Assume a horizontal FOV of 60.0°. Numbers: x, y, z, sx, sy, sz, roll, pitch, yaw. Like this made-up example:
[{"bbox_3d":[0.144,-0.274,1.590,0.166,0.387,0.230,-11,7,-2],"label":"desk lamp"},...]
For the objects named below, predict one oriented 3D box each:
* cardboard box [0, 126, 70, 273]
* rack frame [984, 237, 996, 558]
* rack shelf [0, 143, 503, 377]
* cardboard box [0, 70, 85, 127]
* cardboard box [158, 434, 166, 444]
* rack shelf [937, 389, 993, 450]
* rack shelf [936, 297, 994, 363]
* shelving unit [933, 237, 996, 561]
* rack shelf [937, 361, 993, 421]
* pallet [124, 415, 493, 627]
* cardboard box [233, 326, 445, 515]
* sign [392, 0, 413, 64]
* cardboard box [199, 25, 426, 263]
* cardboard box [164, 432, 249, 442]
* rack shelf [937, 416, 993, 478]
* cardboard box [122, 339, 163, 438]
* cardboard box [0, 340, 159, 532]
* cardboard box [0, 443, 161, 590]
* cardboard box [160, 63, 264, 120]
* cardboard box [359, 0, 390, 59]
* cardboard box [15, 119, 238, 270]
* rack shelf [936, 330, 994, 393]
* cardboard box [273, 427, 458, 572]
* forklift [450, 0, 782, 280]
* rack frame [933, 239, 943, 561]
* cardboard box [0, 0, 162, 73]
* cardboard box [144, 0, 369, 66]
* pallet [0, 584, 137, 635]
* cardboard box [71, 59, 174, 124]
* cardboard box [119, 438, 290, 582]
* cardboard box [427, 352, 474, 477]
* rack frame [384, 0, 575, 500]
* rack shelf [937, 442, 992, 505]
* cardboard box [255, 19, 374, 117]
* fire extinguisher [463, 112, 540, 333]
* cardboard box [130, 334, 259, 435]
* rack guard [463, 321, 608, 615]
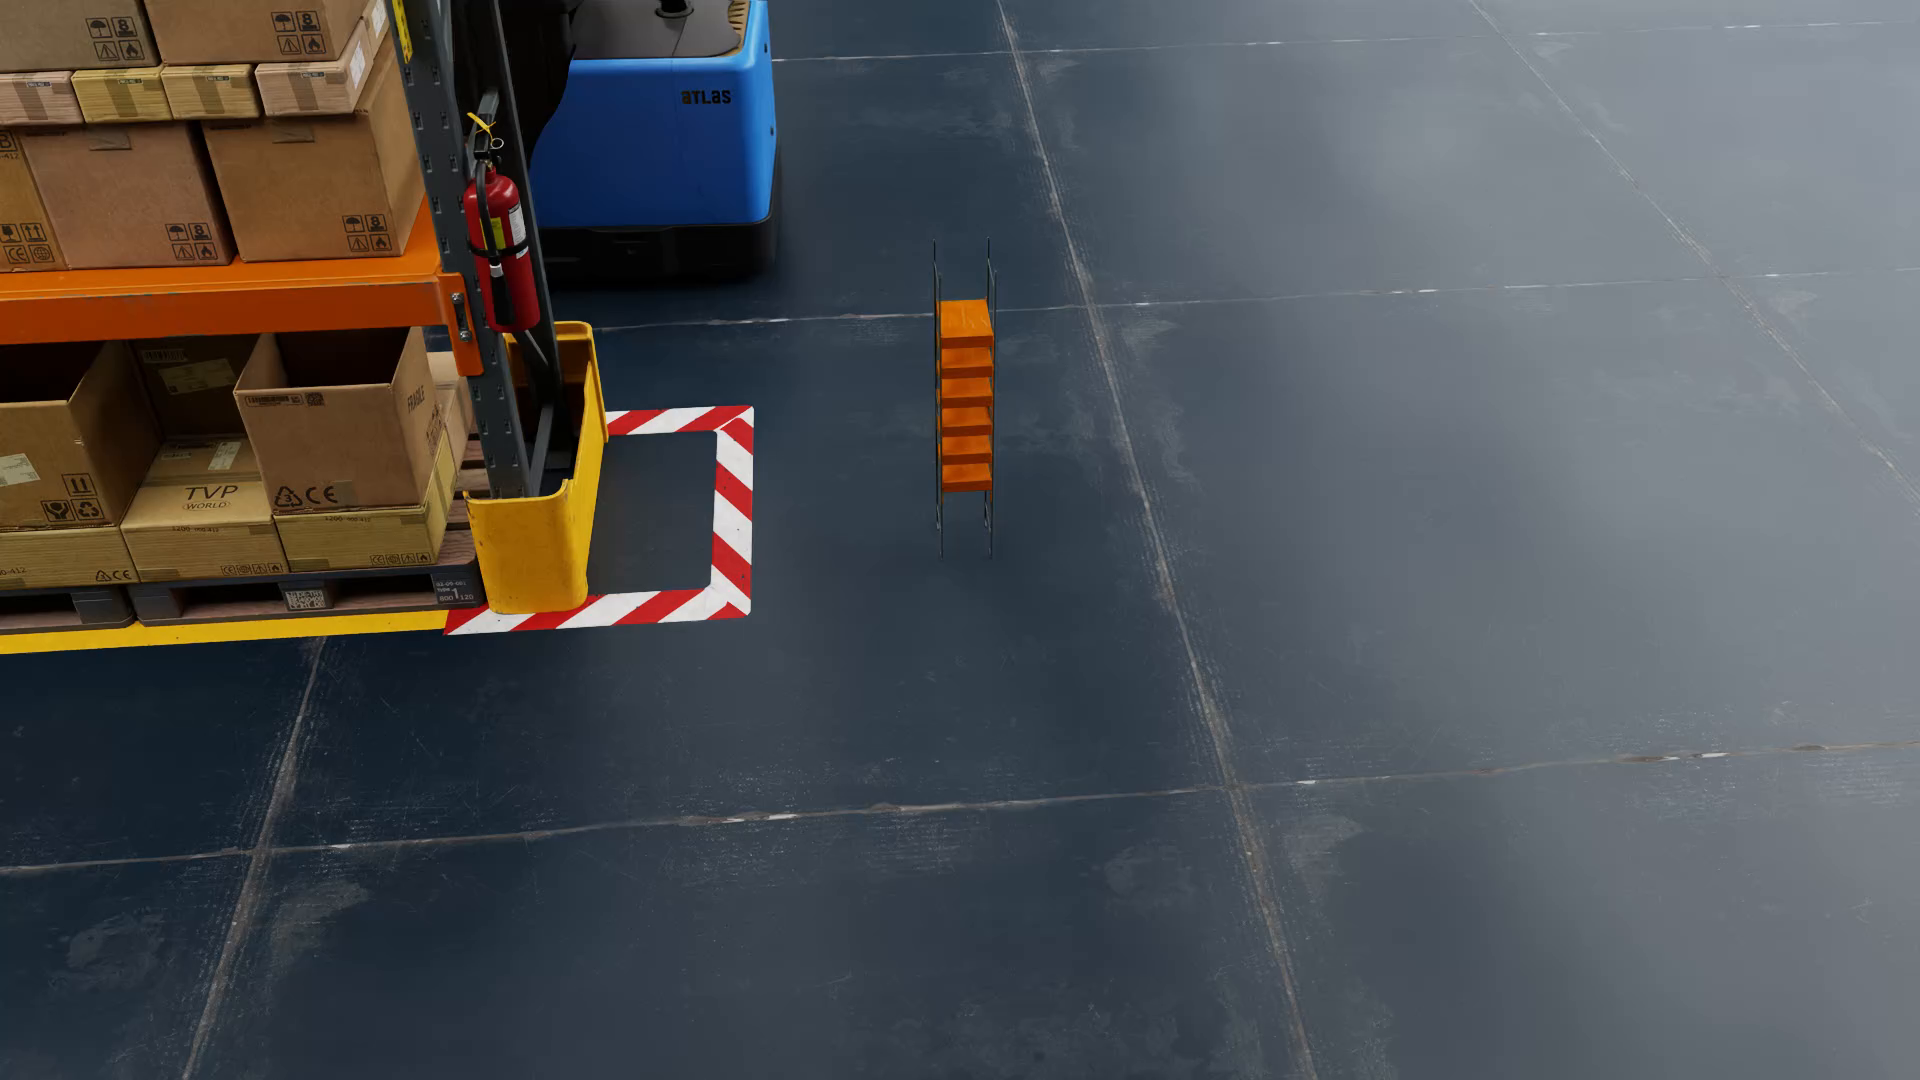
[{"bbox_3d":[-3.071,-1.243,5.323,0.500,0.500,0.700,-3,38,-4],"label":"cardboard box"},{"bbox_3d":[0.106,-0.477,5.886,0.006,1.200,0.240,-3,38,-4],"label":"rack frame"},{"bbox_3d":[-3.579,-0.885,5.530,4.000,0.370,1.077,-3,38,-4],"label":"rack shelf"},{"bbox_3d":[-2.716,-1.390,4.986,0.250,0.149,0.380,-3,38,-3],"label":"cardboard box"},{"bbox_3d":[-3.136,-0.413,6.233,0.500,0.250,0.500,-3,38,-4],"label":"cardboard box"},{"bbox_3d":[0.014,-0.437,5.907,0.180,0.103,0.258,-3,38,-4],"label":"rack shelf"},{"bbox_3d":[0.014,-0.720,5.684,0.180,0.103,0.258,-3,38,-4],"label":"rack shelf"},{"bbox_3d":[0.014,-0.472,5.879,0.189,1.200,0.258,-3,38,-4],"label":"shelving unit"},{"bbox_3d":[0.014,-0.531,5.833,0.180,0.103,0.258,-3,38,-4],"label":"rack shelf"},{"bbox_3d":[-2.345,-0.114,6.224,1.213,0.211,1.003,-3,38,-4],"label":"pallet"},{"bbox_3d":[-2.095,-0.444,5.666,0.500,0.500,0.500,-3,38,-4],"label":"cardboard box"},{"bbox_3d":[-1.552,-1.489,4.589,0.005,0.325,0.100,-3,38,-4],"label":"sign"},{"bbox_3d":[-2.053,-1.298,5.393,0.500,0.500,0.700,-3,38,-4],"label":"cardboard box"},{"bbox_3d":[-2.638,-0.440,6.267,0.500,0.250,0.500,-3,38,-4],"label":"cardboard box"},{"bbox_3d":[0.014,-0.343,5.981,0.180,0.103,0.258,-3,38,-4],"label":"rack shelf"},{"bbox_3d":[-3.135,-0.700,5.992,0.500,0.500,0.500,-3,38,-4],"label":"cardboard box"},{"bbox_3d":[-3.089,-0.380,5.585,0.500,0.500,0.500,-3,38,-4],"label":"cardboard box"},{"bbox_3d":[-3.090,-0.087,5.820,0.500,0.250,0.500,-3,38,-4],"label":"cardboard box"},{"bbox_3d":[-2.211,-1.417,5.020,0.250,0.149,0.380,-2,38,-3],"label":"cardboard box"},{"bbox_3d":[-1.997,-1.682,5.356,0.250,0.149,0.380,-3,38,-4],"label":"cardboard box"},{"bbox_3d":[-2.575,-1.267,5.353,0.500,0.500,0.700,-2,38,-3],"label":"cardboard box"},{"bbox_3d":[0.014,-0.625,5.758,0.180,0.103,0.258,-3,38,-4],"label":"rack shelf"},{"bbox_3d":[-2.095,-0.150,5.900,0.500,0.250,0.500,-3,38,-4],"label":"cardboard box"},{"bbox_3d":[-2.400,-2.630,7.217,3.031,2.935,1.130,-1,38,-2],"label":"forklift"},{"bbox_3d":[-0.077,-0.467,5.873,0.006,1.200,0.240,-3,38,-4],"label":"rack frame"},{"bbox_3d":[-2.629,-1.773,4.947,0.500,0.500,0.700,-4,38,-5],"label":"cardboard box"},{"bbox_3d":[-2.106,-1.805,4.988,0.500,0.500,0.700,-3,38,-4],"label":"cardboard box"},{"bbox_3d":[-3.557,-0.049,6.142,1.213,0.211,1.003,-3,38,-4],"label":"pallet"},{"bbox_3d":[-2.466,-1.403,5.002,0.250,0.149,0.380,-4,38,-5],"label":"cardboard box"},{"bbox_3d":[-2.592,-0.116,5.856,0.500,0.250,0.500,-3,38,-4],"label":"cardboard box"},{"bbox_3d":[-2.141,-0.470,6.305,0.500,0.250,0.500,-3,38,-4],"label":"cardboard box"},{"bbox_3d":[-1.587,-1.277,5.447,0.127,3.000,1.000,-3,38,-4],"label":"rack frame"},{"bbox_3d":[0.014,-0.249,6.056,0.180,0.103,0.258,-3,38,-4],"label":"rack shelf"},{"bbox_3d":[-1.950,-1.432,5.039,0.250,0.149,0.380,-4,38,-5],"label":"cardboard box"},{"bbox_3d":[-1.428,-0.966,5.116,0.183,0.674,0.296,-3,38,-4],"label":"fire extinguisher"},{"bbox_3d":[-2.638,-0.736,6.036,0.500,0.500,0.500,-3,38,-4],"label":"cardboard box"},{"bbox_3d":[-1.563,-0.297,6.223,0.348,0.500,1.175,-3,38,-4],"label":"rack guard"}]
